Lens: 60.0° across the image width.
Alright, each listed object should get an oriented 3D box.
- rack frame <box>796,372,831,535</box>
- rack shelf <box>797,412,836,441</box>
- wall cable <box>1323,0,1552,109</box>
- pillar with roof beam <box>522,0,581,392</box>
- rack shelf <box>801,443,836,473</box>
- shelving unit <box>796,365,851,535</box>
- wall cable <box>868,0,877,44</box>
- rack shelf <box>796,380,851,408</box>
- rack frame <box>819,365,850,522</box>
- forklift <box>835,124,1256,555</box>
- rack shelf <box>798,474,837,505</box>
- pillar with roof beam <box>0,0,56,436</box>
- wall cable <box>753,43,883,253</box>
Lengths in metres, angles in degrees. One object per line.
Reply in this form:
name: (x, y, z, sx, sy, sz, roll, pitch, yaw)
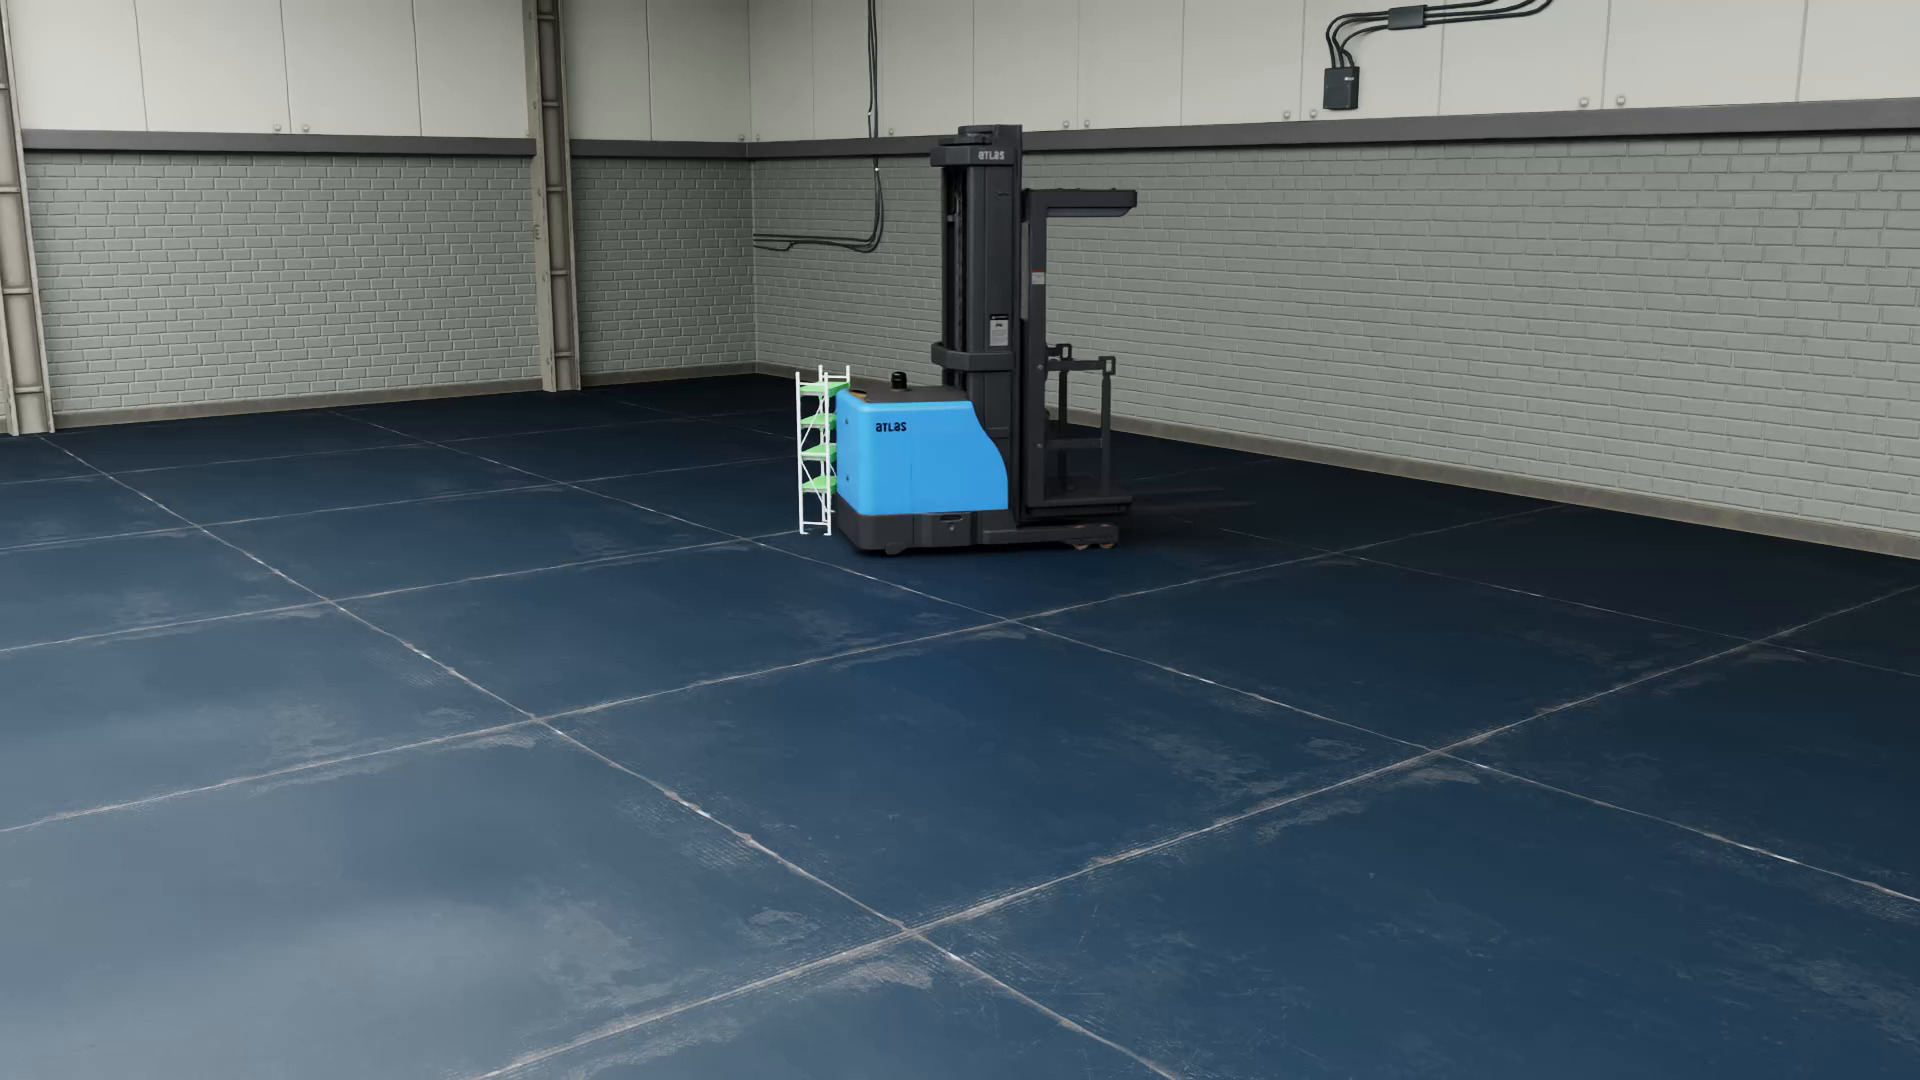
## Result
rack frame: (-1.073, -0.629, 12.199, 0.240, 1.200, 0.015, 3, 12, 15)
rack shelf: (-1.009, -0.850, 12.393, 0.258, 0.148, 0.480, 3, 12, 15)
wall cable: (3.986, -6.600, 13.359, 0.169, 6.003, 2.305, -9, 15, -38)
pillar with roof beam: (-2.369, -5.612, 16.895, 0.400, 9.000, 9.100, -9, 15, -38)
rack shelf: (-1.008, -0.615, 12.443, 0.258, 0.148, 0.480, 3, 12, 15)
shelving unit: (-1.008, -0.678, 12.430, 0.258, 1.200, 0.503, 3, 12, 15)
wall cable: (-0.242, -6.991, 18.705, 0.112, 2.526, 3.097, -9, 15, -38)
rack shelf: (-1.010, -1.085, 12.344, 0.258, 0.148, 0.480, 3, 12, 15)
rack frame: (-0.944, -0.727, 12.660, 0.240, 1.200, 0.015, 3, 12, 15)
forklift: (0.649, -1.473, 12.008, 3.031, 2.935, 1.130, -3, 12, -14)
rack shelf: (-1.007, -0.381, 12.493, 0.258, 0.148, 0.480, 3, 12, 15)
pillar with roof beam: (-7.054, -4.834, 13.229, 0.400, 9.000, 9.100, -9, 15, -38)
wall cable: (-1.932, -4.960, 21.296, 0.112, 2.526, 3.097, -9, 15, -38)
